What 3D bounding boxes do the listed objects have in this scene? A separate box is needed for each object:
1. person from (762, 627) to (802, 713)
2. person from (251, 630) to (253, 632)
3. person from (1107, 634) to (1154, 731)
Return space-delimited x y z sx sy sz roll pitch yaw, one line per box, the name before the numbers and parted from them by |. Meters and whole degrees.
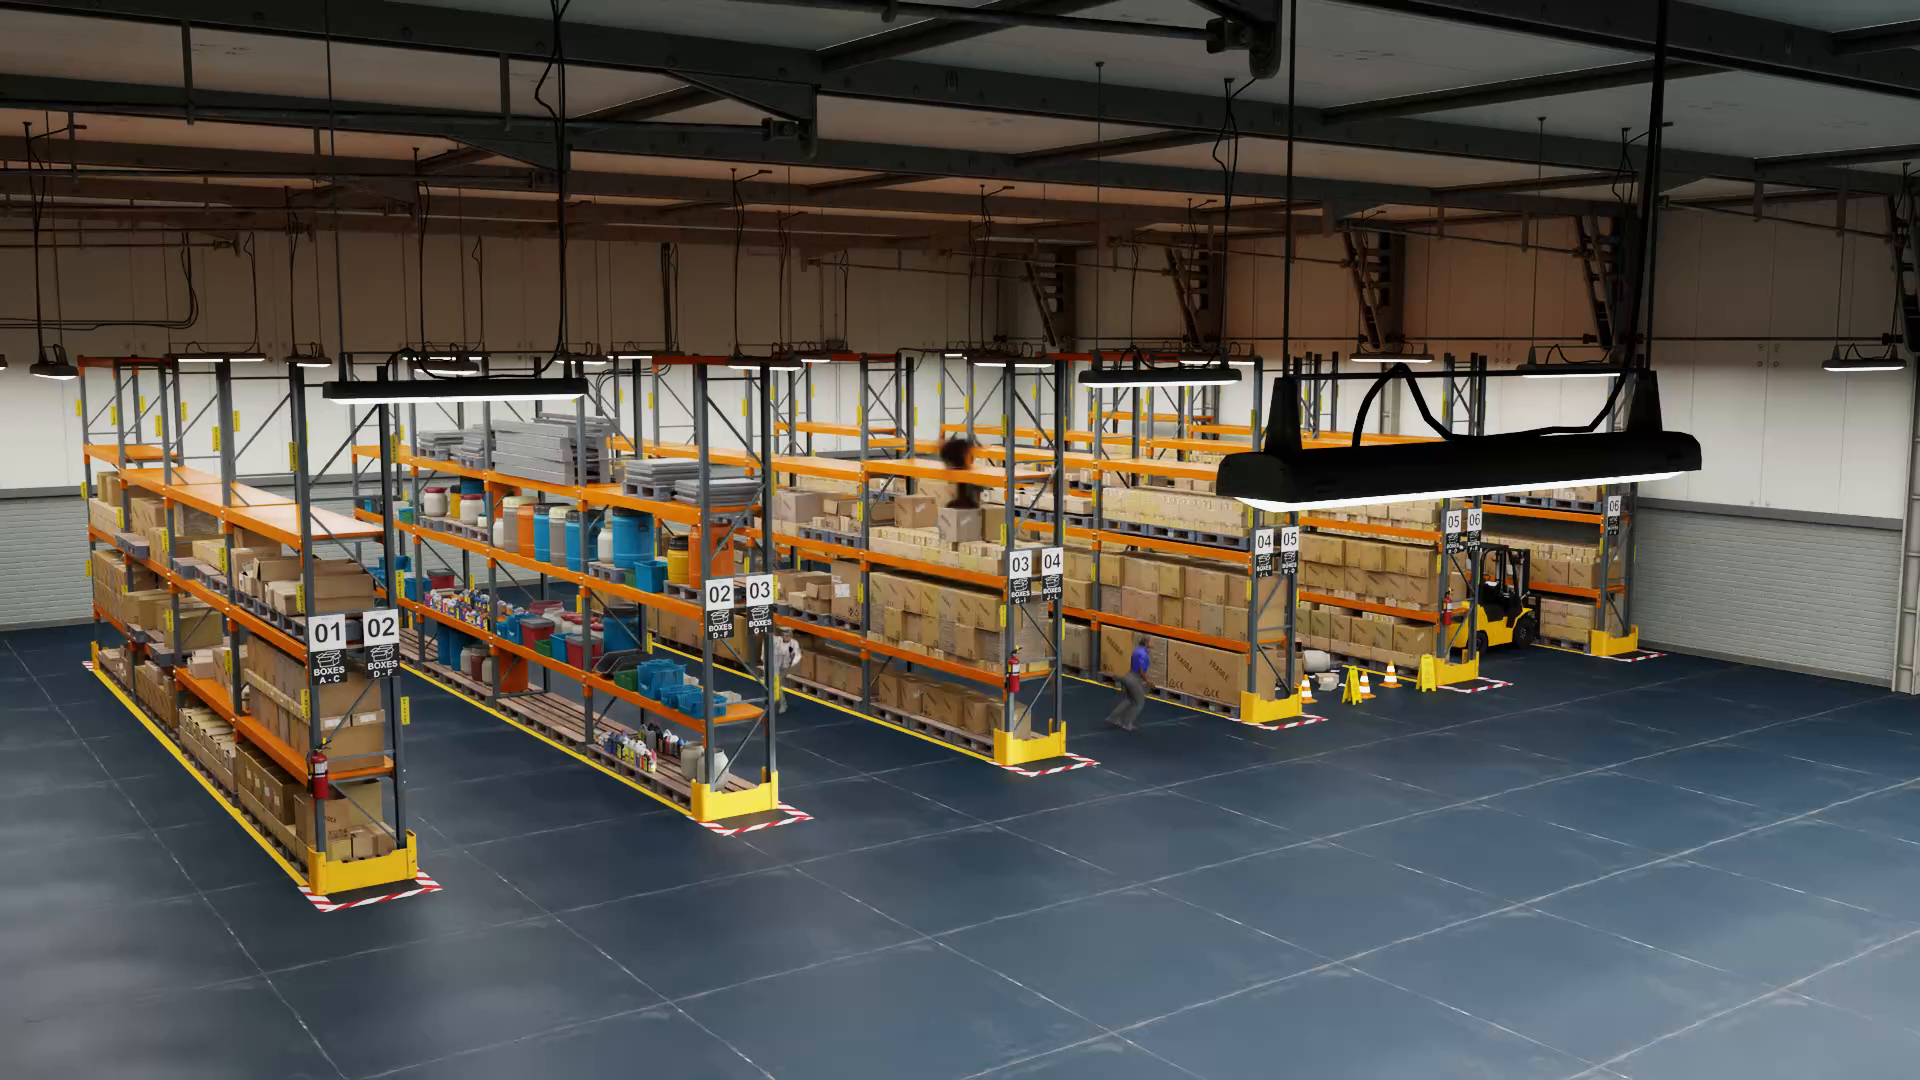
person | -3.036 2.147 28.290 0.622 1.469 1.030 -2 7 -17
person | -12.361 1.980 29.579 0.955 1.588 0.628 6 9 42
person | 2.763 2.304 26.883 0.717 1.590 0.573 -1 7 -6
